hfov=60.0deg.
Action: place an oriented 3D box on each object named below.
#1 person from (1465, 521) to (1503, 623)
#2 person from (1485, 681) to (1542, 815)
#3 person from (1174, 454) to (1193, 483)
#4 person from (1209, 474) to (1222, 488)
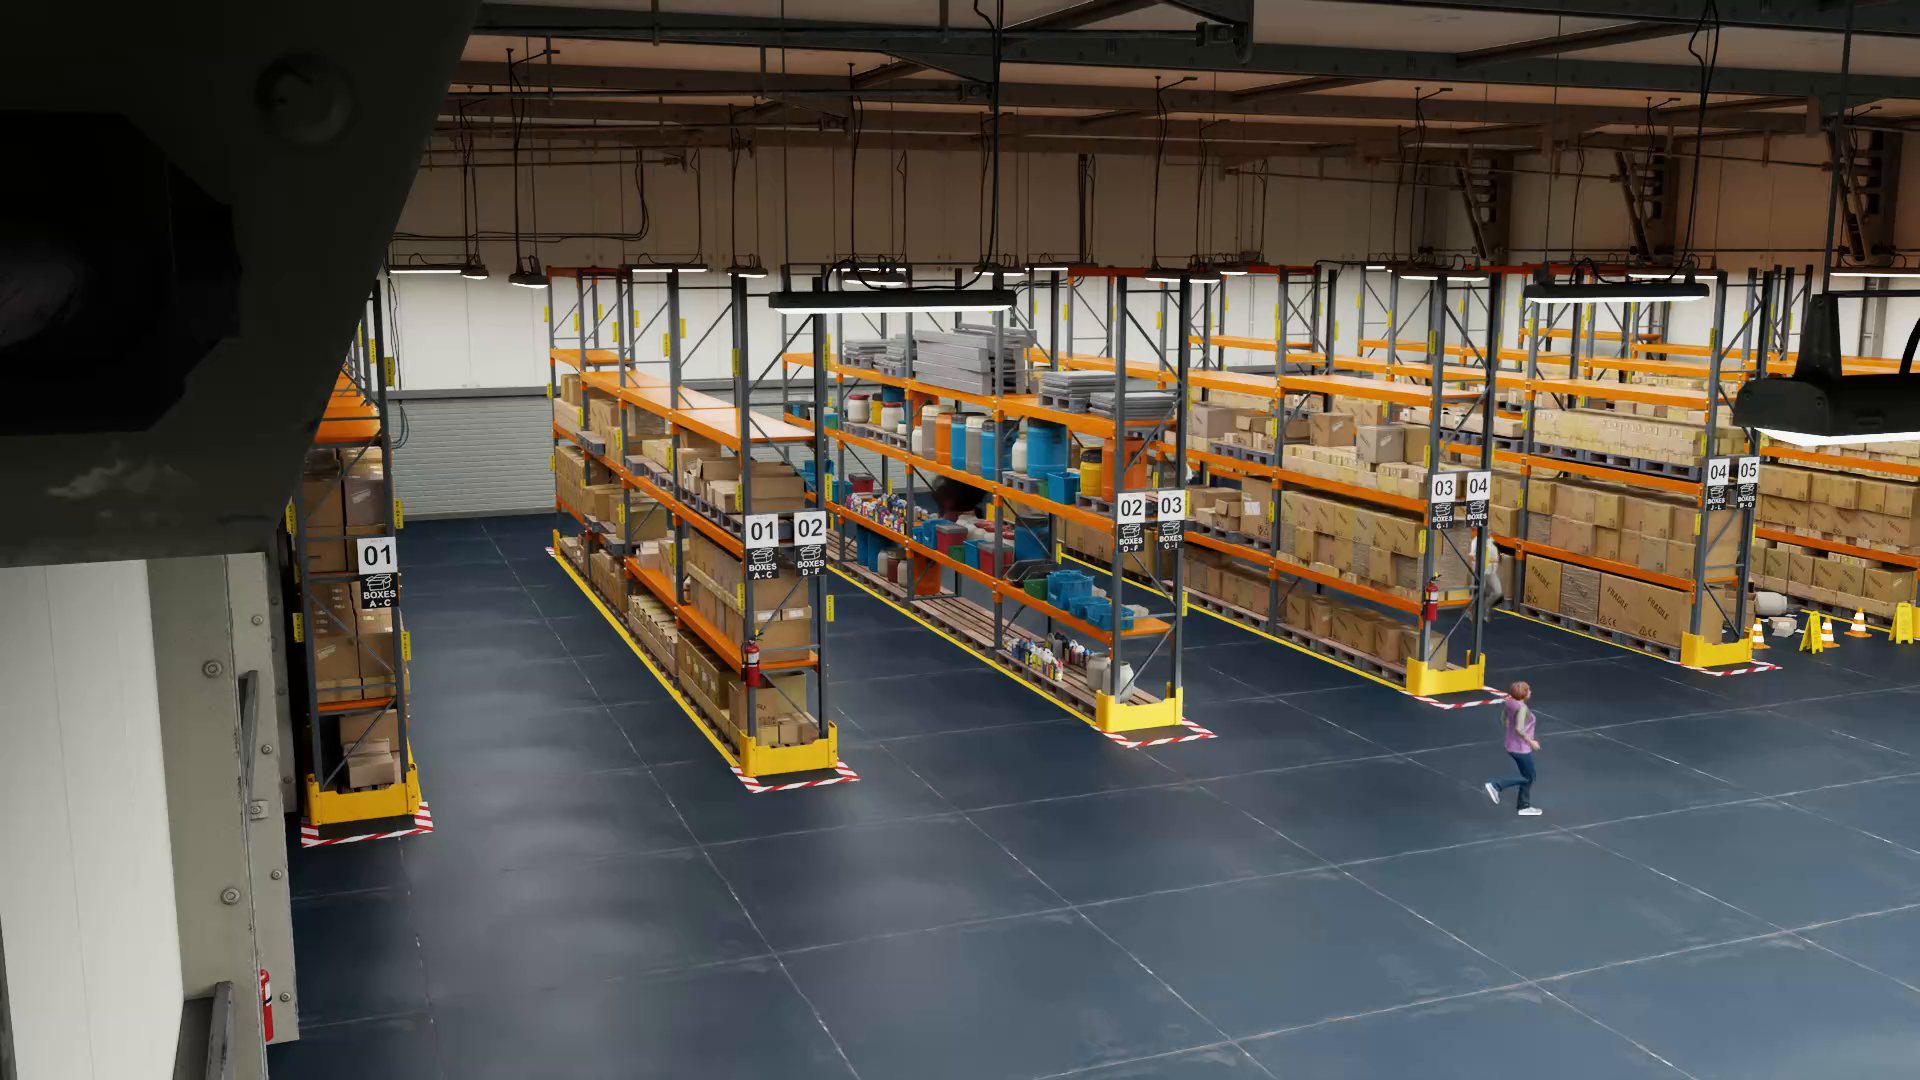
[{"bbox_3d":[8.973,0.557,28.390,0.640,1.792,0.702,-5,11,-25],"label":"person"},{"bbox_3d":[6.272,2.343,18.715,0.638,1.552,0.554,0,10,-3],"label":"person"},{"bbox_3d":[4.941,-1.122,37.940,0.711,1.822,0.916,-3,10,-18],"label":"person"},{"bbox_3d":[6.483,-1.747,42.038,0.565,1.598,0.602,-4,11,-20],"label":"person"}]
